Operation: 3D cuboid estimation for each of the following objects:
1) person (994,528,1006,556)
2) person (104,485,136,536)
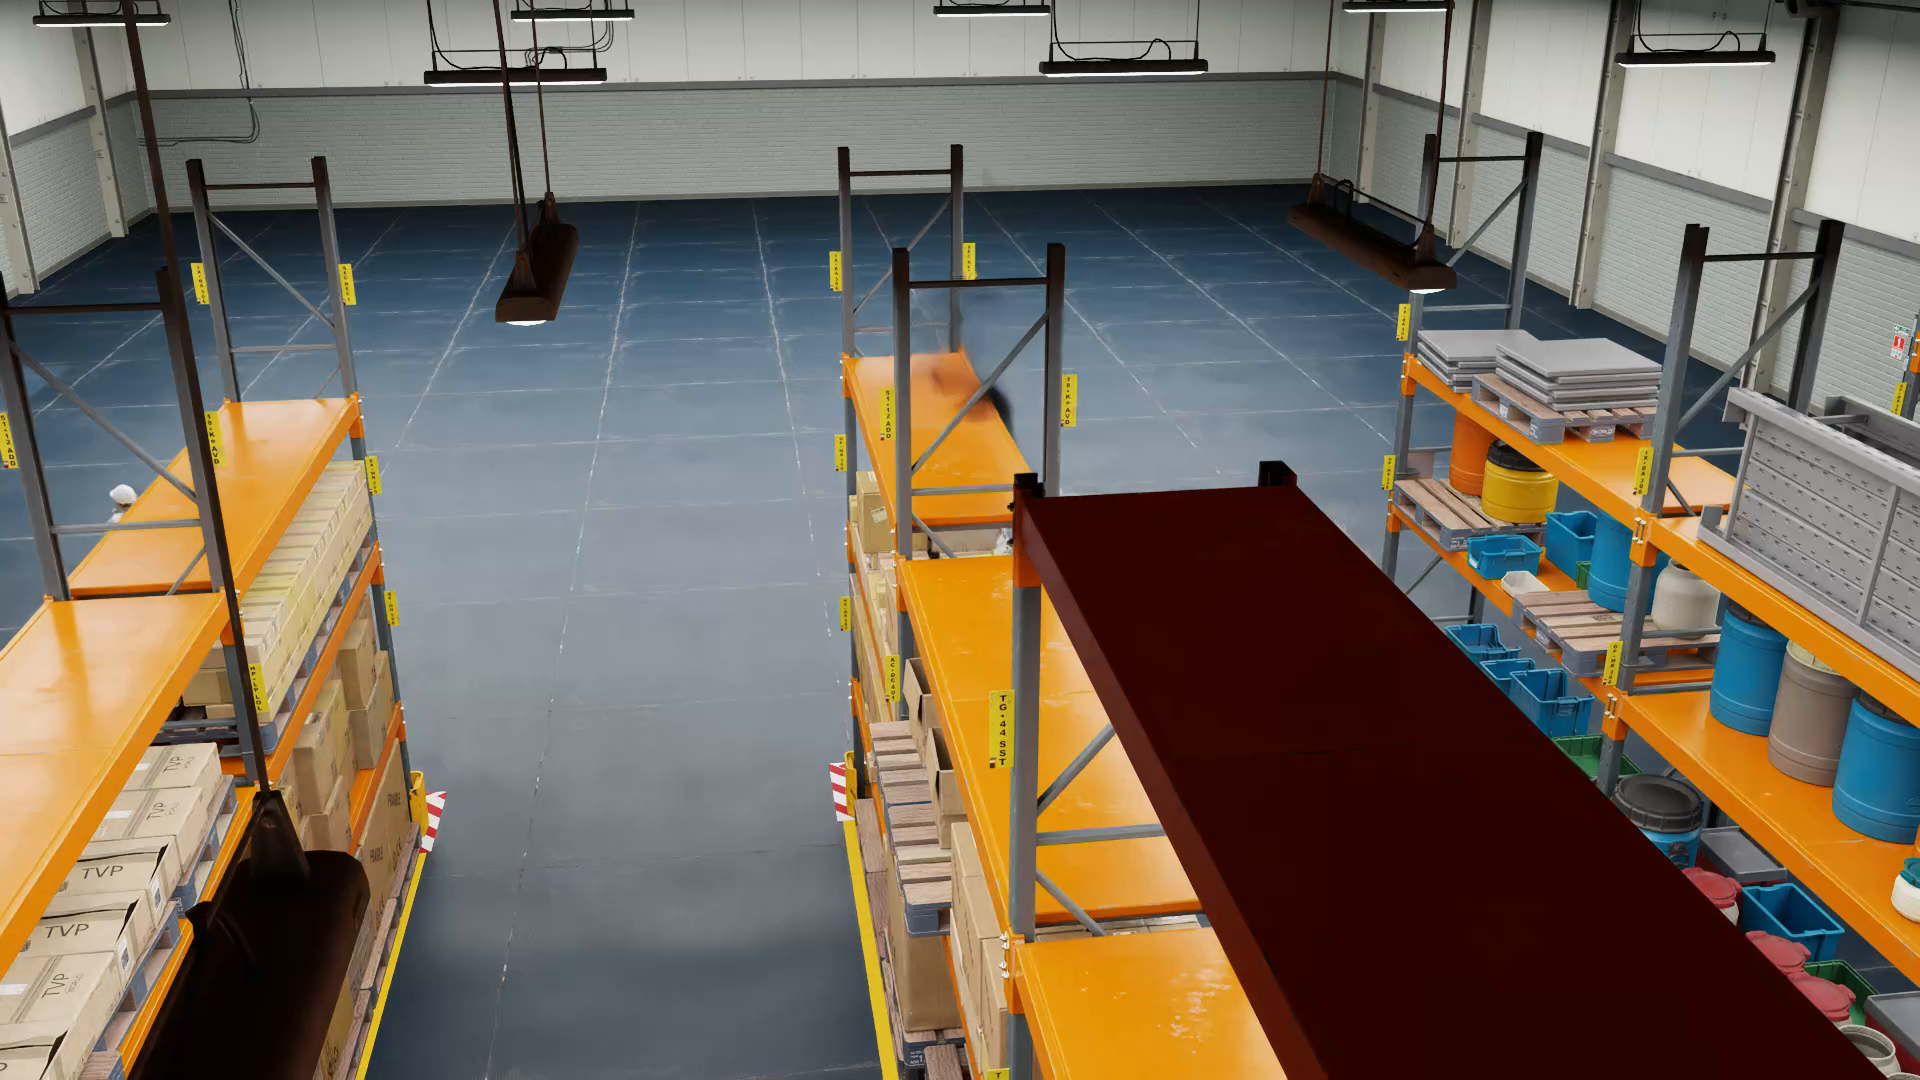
[{"bbox_3d":[0.368,0.157,18.830,0.985,1.785,0.692,10,24,24],"label":"person"},{"bbox_3d":[-9.224,0.244,18.653,0.777,1.833,0.638,11,24,27],"label":"person"}]
